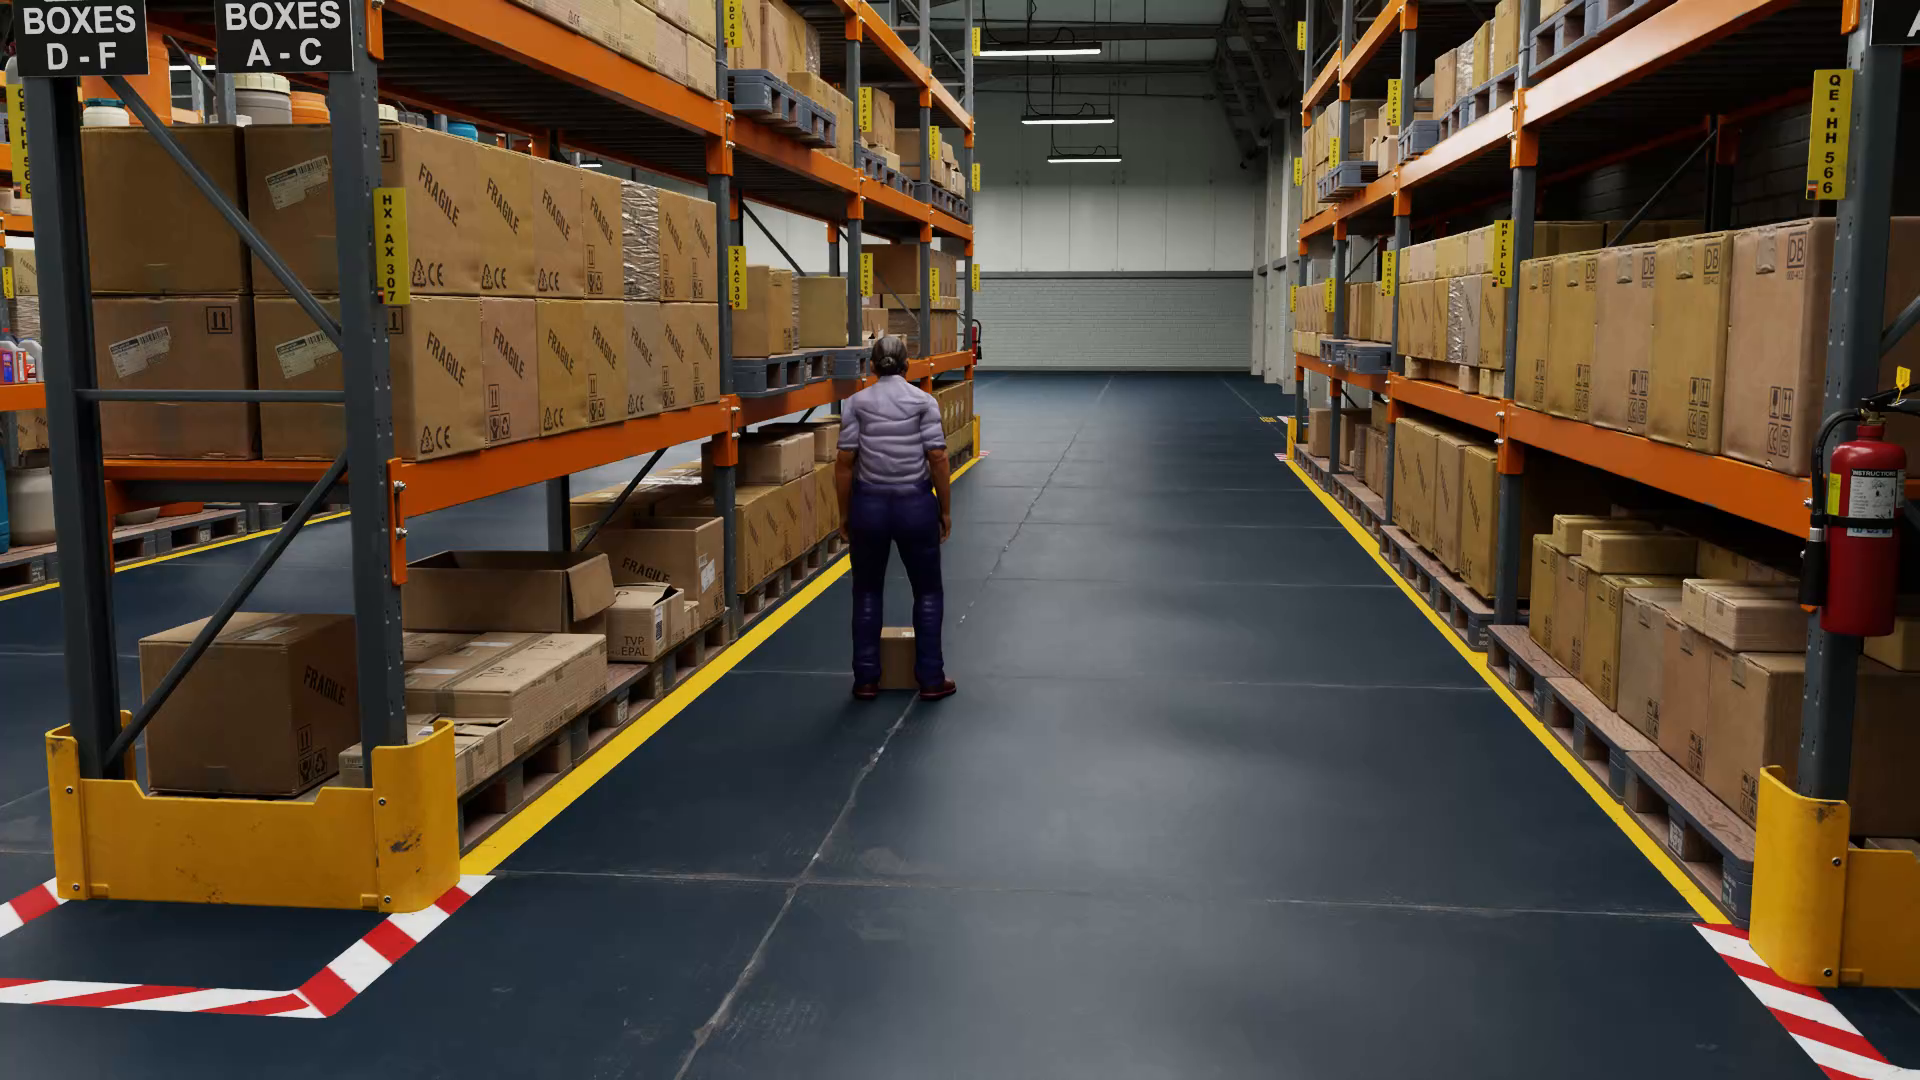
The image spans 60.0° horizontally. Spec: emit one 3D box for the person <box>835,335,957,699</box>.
[{"bbox_3d":[-0.294,-0.099,7.562,0.542,1.651,0.369,1,8,4],"label":"person"}]
